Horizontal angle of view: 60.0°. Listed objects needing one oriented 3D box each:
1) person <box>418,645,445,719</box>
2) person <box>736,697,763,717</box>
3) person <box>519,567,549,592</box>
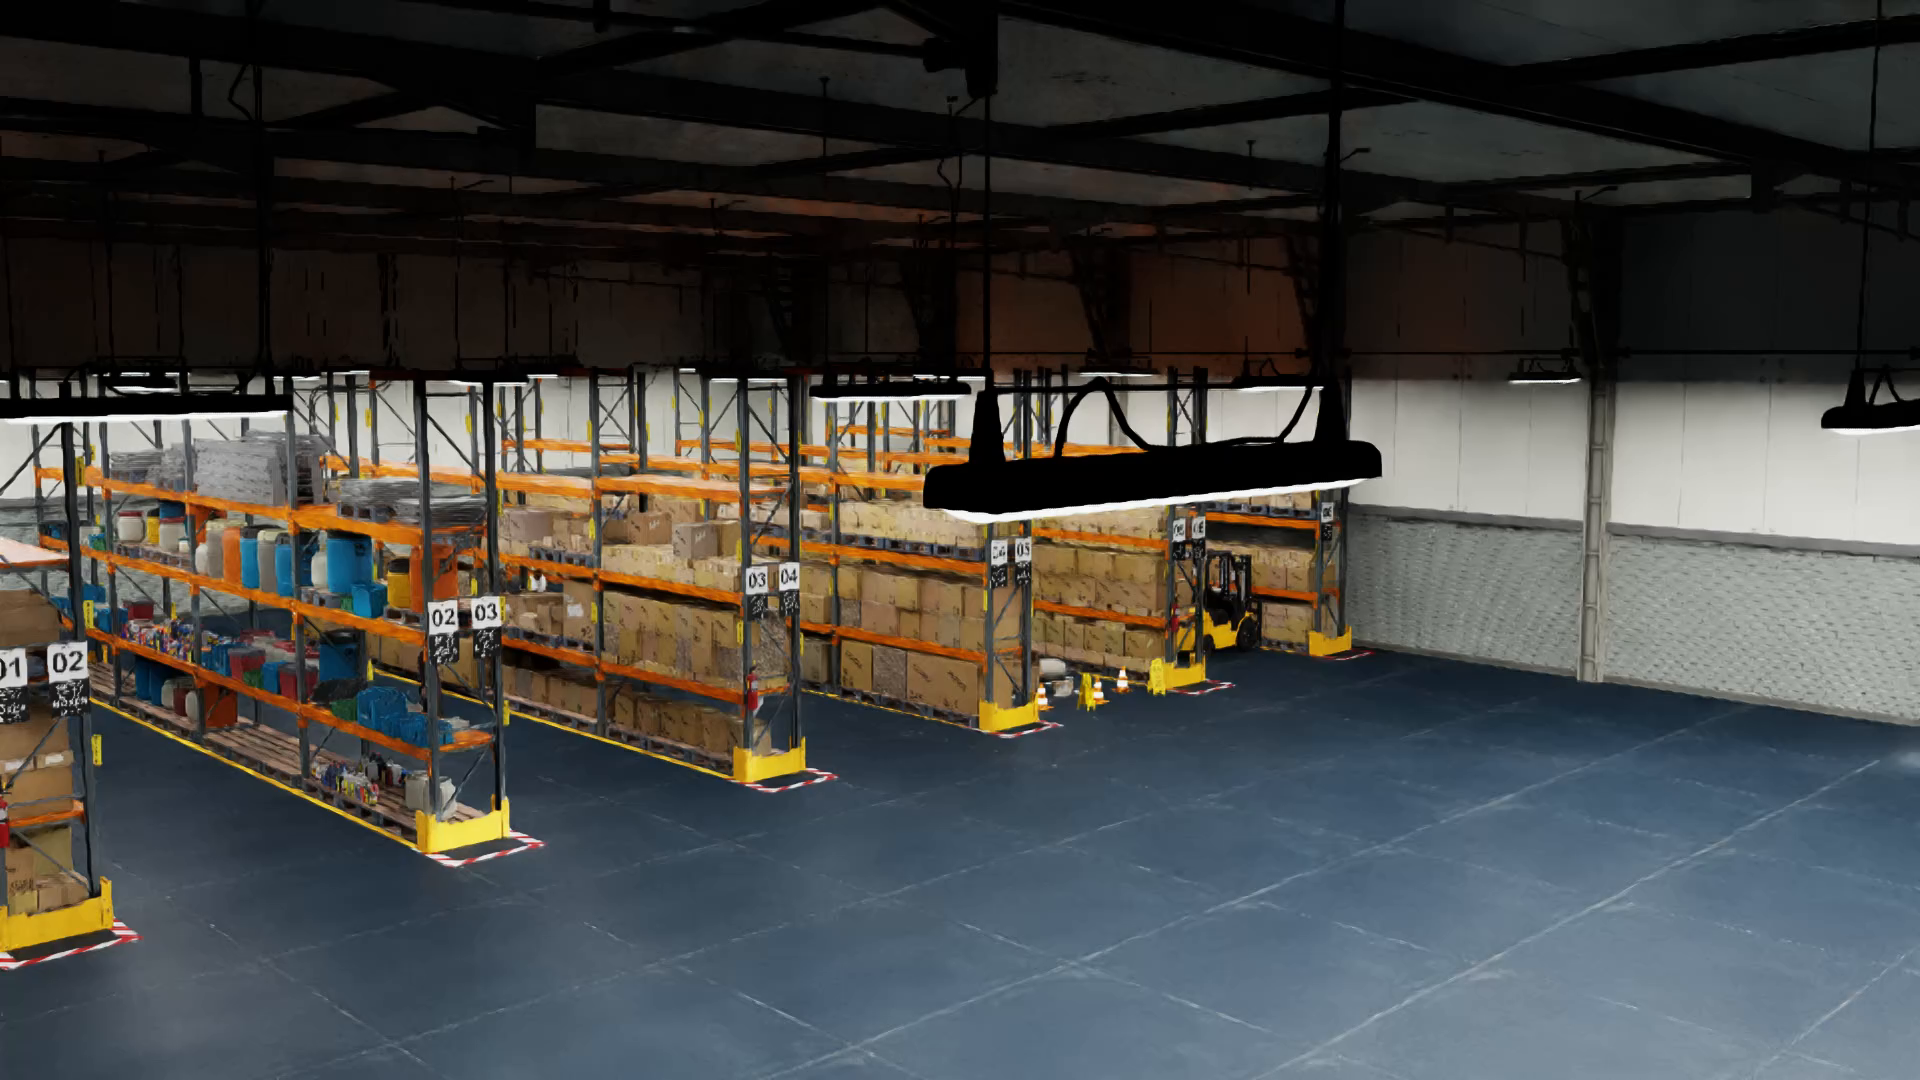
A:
[{"bbox_3d":[-8.723,2.364,27.191,0.637,1.775,0.676,-2,7,-15],"label":"person"},{"bbox_3d":[-3.571,2.337,27.645,0.610,1.763,0.456,2,7,18],"label":"person"},{"bbox_3d":[-9.318,1.366,36.440,0.543,1.736,0.688,6,9,44],"label":"person"}]
